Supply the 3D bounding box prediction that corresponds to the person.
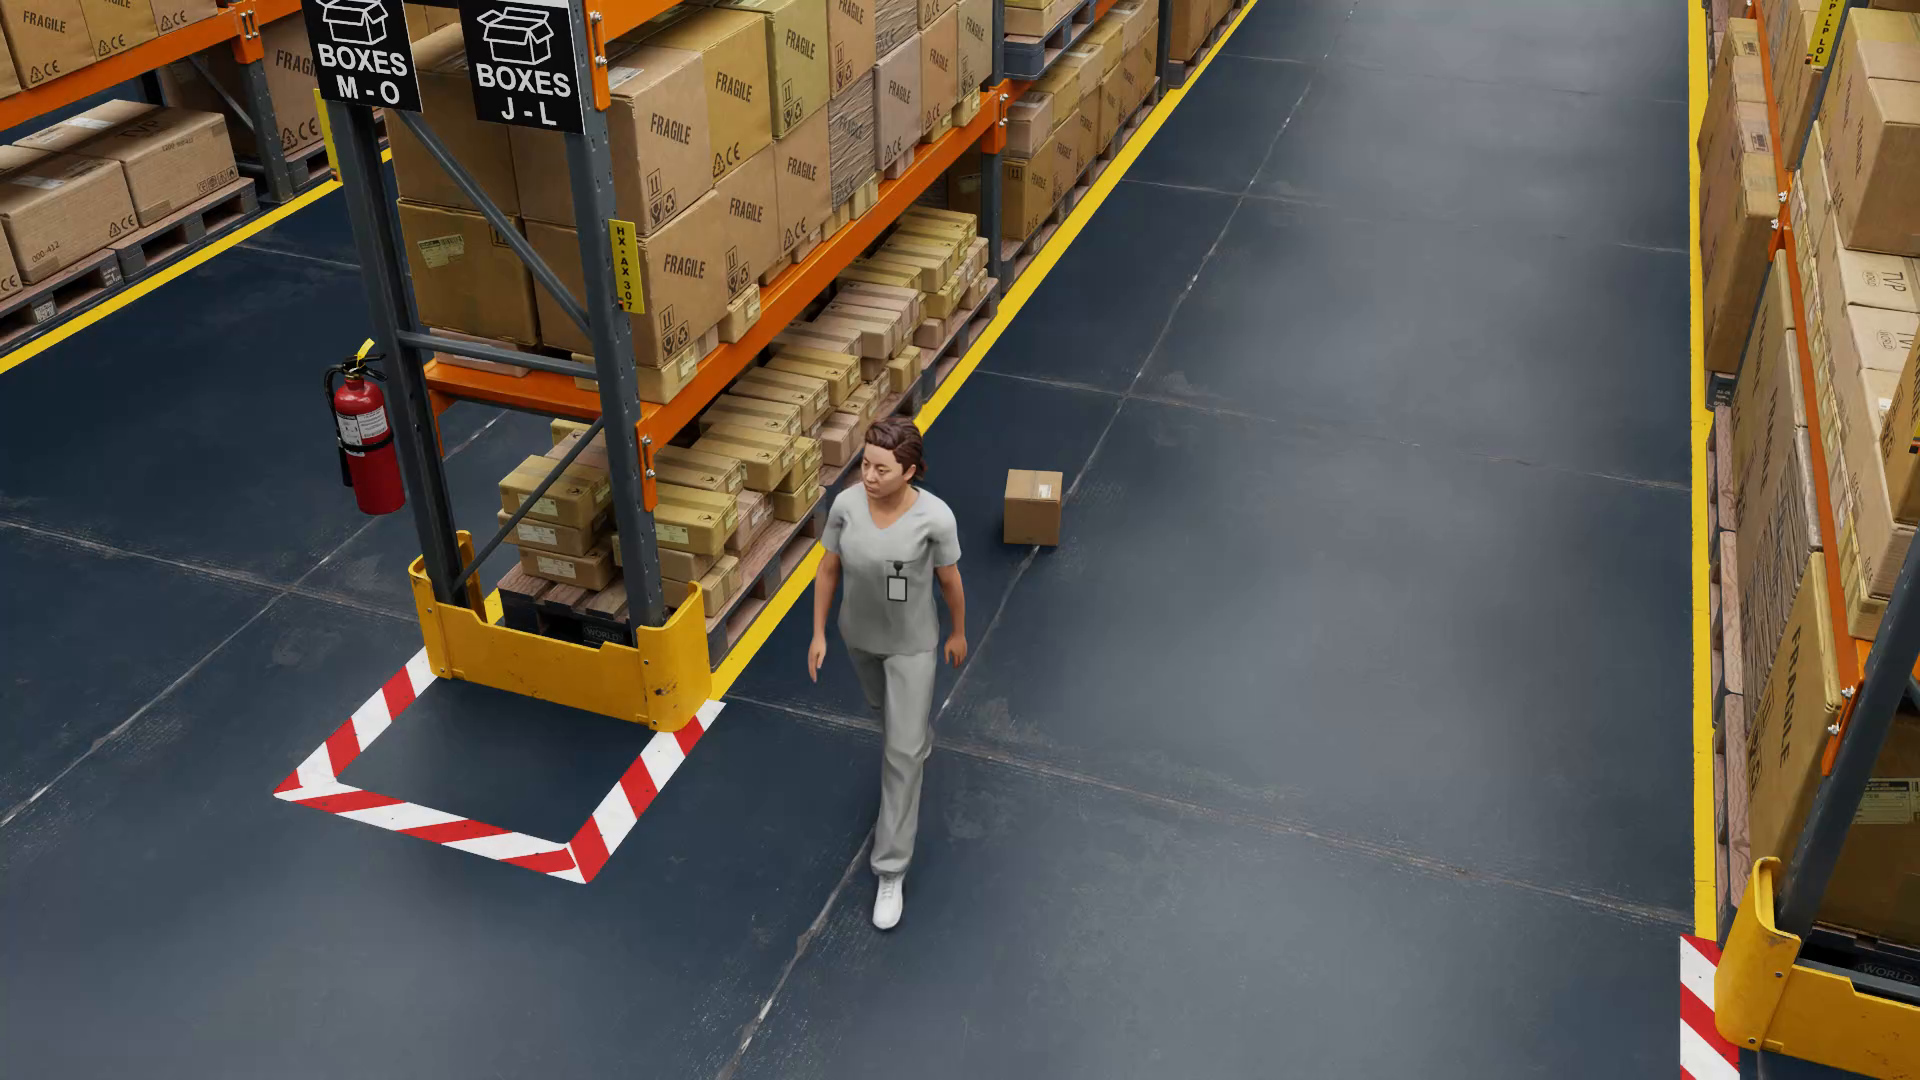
[{"bbox_3d":[-0.280,0.376,5.552,0.477,1.617,0.980,13,35,18],"label":"person"}]
